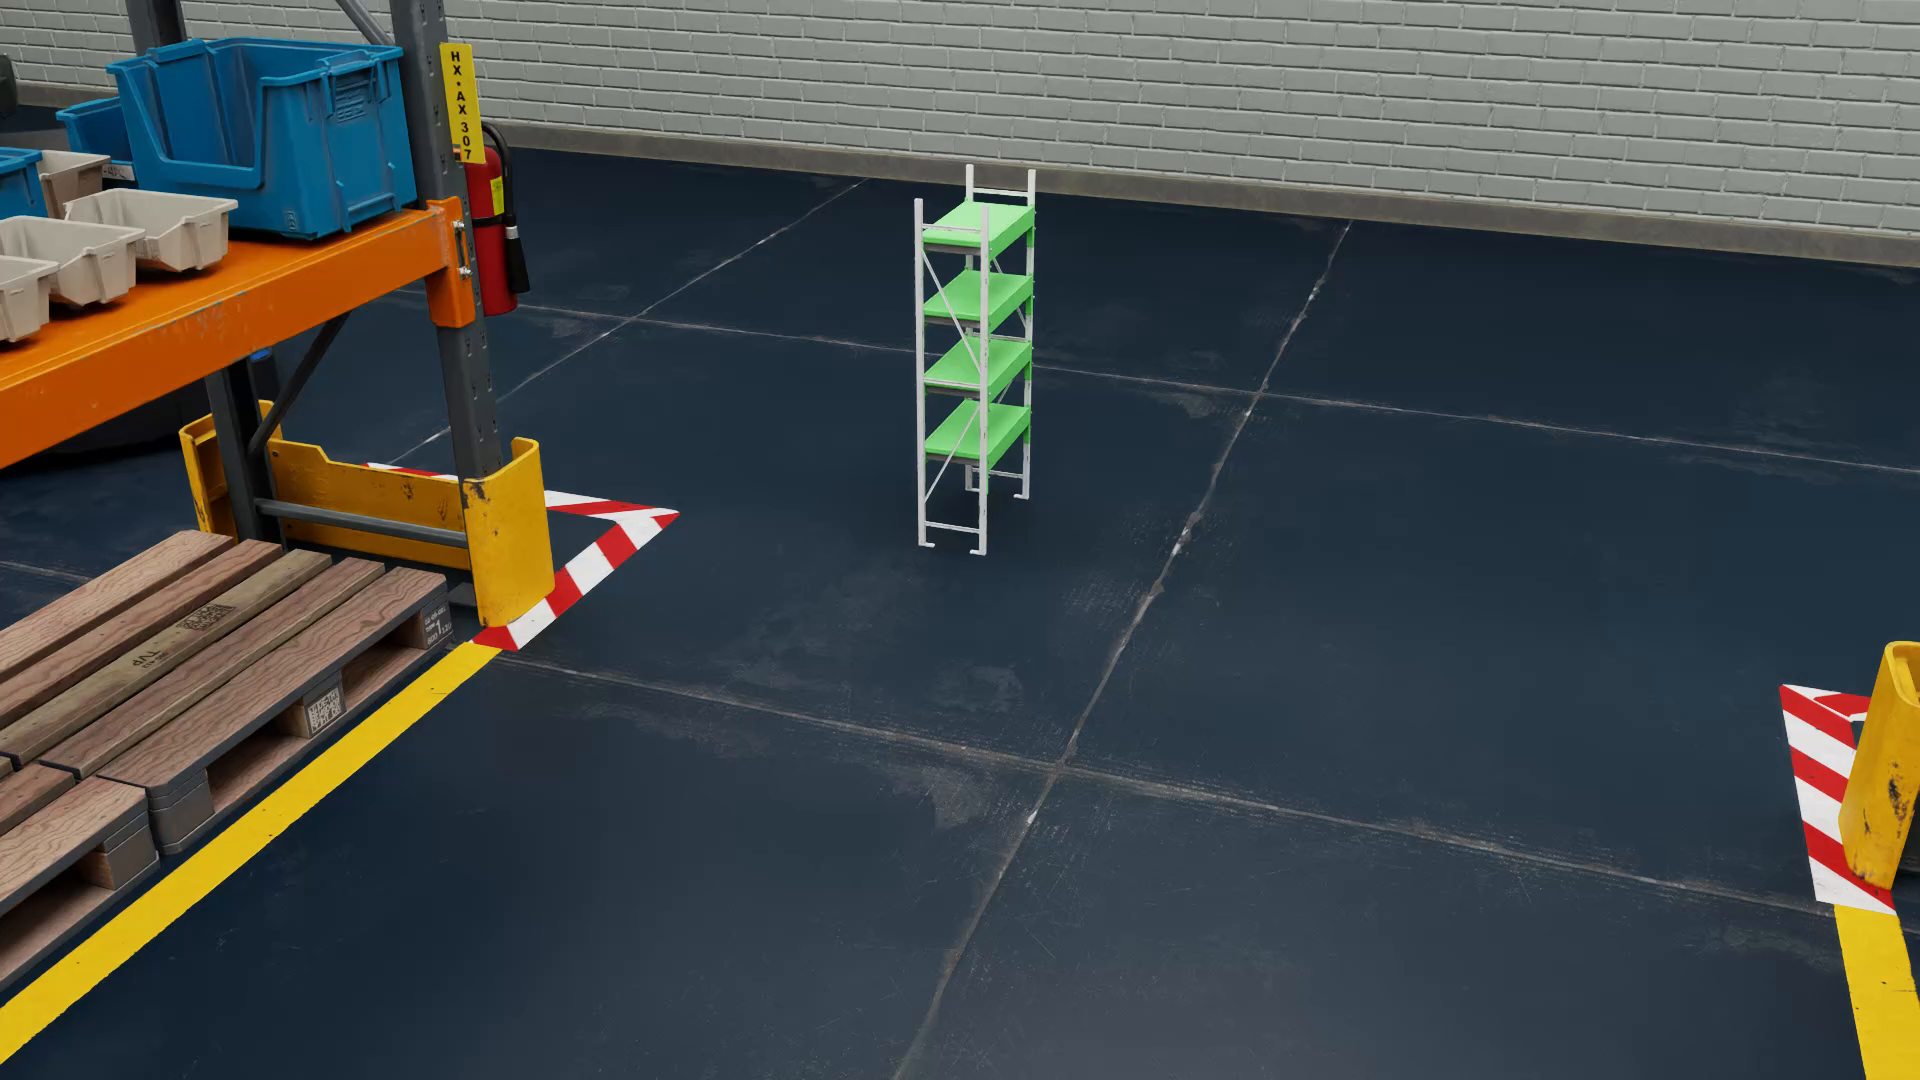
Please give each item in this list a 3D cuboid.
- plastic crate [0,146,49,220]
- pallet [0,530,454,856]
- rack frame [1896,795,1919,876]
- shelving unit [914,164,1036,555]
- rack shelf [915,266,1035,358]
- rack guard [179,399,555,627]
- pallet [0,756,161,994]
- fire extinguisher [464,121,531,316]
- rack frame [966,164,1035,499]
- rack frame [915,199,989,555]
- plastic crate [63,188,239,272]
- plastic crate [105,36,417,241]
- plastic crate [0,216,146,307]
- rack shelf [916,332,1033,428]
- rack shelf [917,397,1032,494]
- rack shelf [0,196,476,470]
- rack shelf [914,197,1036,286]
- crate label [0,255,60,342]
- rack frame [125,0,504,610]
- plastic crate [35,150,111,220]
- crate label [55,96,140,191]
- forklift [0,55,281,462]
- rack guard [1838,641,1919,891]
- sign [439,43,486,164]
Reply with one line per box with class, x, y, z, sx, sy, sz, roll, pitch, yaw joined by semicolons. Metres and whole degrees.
plastic crate;-2.519;-0.840;4.166;0.416;0.233;0.300;9;27;17
pallet;-2.219;0.376;4.732;1.003;0.211;1.213;9;27;17
rack frame;2.763;-0.495;3.329;1.000;3.000;0.127;9;27;17
shelving unit;0.055;-0.608;5.629;0.258;1.200;0.503;9;27;17
rack shelf;0.055;-0.767;5.552;0.258;0.148;0.480;9;27;17
rack guard;-1.912;-0.099;5.382;1.175;0.500;0.348;9;27;17
pallet;-2.626;0.875;3.700;1.003;0.211;1.213;9;27;17
fire extinguisher;-1.429;-1.006;4.903;0.296;0.674;0.183;9;27;17
rack frame;0.136;-0.708;5.836;0.240;1.200;0.015;9;27;17
rack frame;-0.026;-0.508;5.422;0.240;1.200;0.015;9;27;17
plastic crate;-2.008;-0.760;4.111;0.396;0.136;0.243;9;27;17
plastic crate;-1.843;-1.091;4.452;0.616;0.435;0.499;9;27;17
plastic crate;-2.118;-0.643;3.869;0.396;0.136;0.243;9;27;17
rack shelf;0.055;-0.551;5.657;0.258;0.148;0.480;9;27;17
rack shelf;0.055;-0.335;5.761;0.258;0.148;0.480;9;27;17
rack shelf;-2.573;-0.067;3.272;1.077;0.370;4.000;9;27;17
rack shelf;0.055;-0.983;5.448;0.258;0.148;0.480;9;27;17
crate label;-2.188;-0.525;3.625;0.396;0.136;0.243;9;27;17
rack frame;-1.908;-1.213;4.813;1.000;3.000;0.127;9;27;17
plastic crate;-2.485;-0.948;4.499;0.250;0.136;0.298;9;27;17
crate label;-2.300;-1.111;4.725;0.416;0.233;0.303;9;27;17
forklift;-4.256;-1.646;5.787;3.031;2.935;1.130;-13;29;-24
rack guard;2.771;0.621;3.894;1.175;0.500;0.348;9;27;17
sign;-1.384;-1.213;4.626;0.100;0.325;0.005;9;27;17
